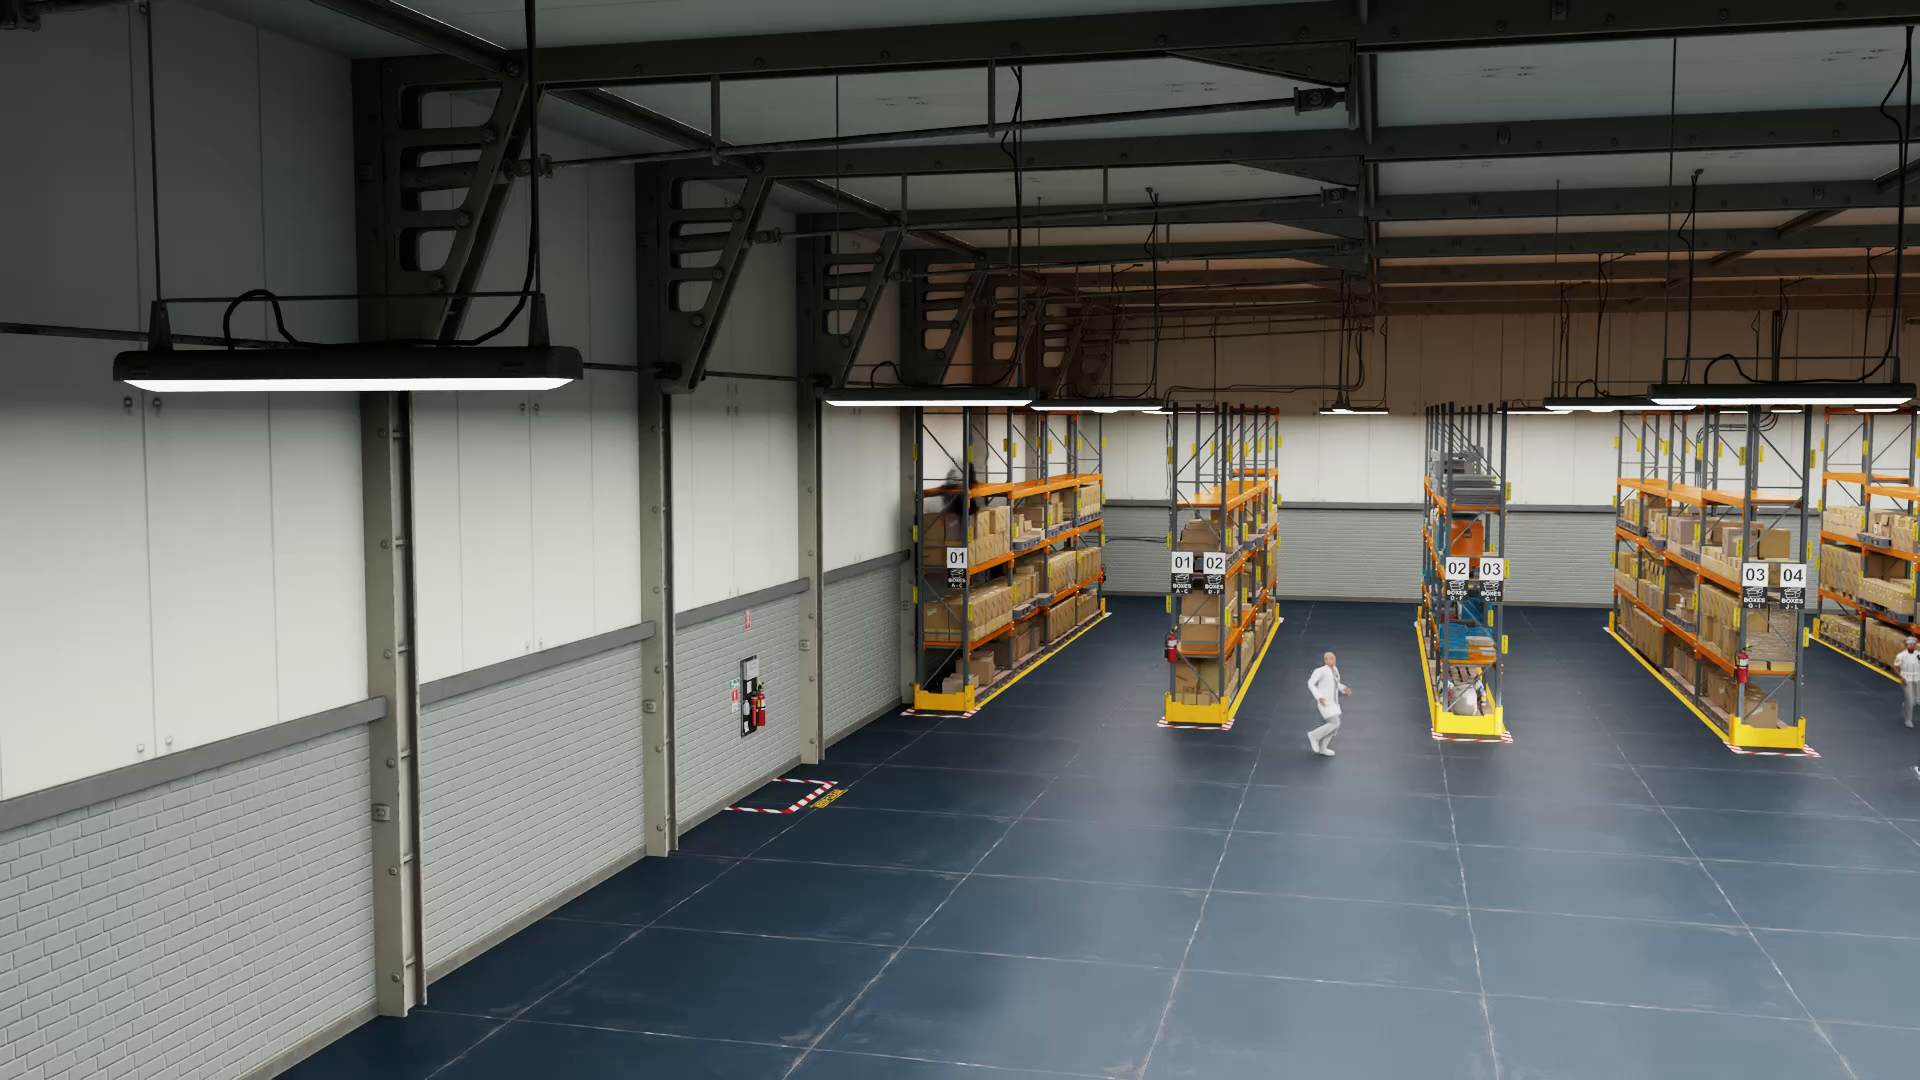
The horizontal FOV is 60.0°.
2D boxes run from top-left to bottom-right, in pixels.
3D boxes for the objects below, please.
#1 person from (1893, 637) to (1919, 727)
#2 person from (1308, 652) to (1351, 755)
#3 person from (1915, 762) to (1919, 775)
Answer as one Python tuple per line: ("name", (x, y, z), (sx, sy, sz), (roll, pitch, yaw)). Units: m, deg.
("person", (17.663, 2.620, 30.905), (0.575, 1.672, 0.472), (1, 4, 10))
("person", (6.282, 2.770, 28.184), (0.650, 1.747, 0.692), (4, 6, 41))
("person", (15.083, 3.072, 25.422), (0.555, 1.584, 0.815), (-3, 5, -37))
